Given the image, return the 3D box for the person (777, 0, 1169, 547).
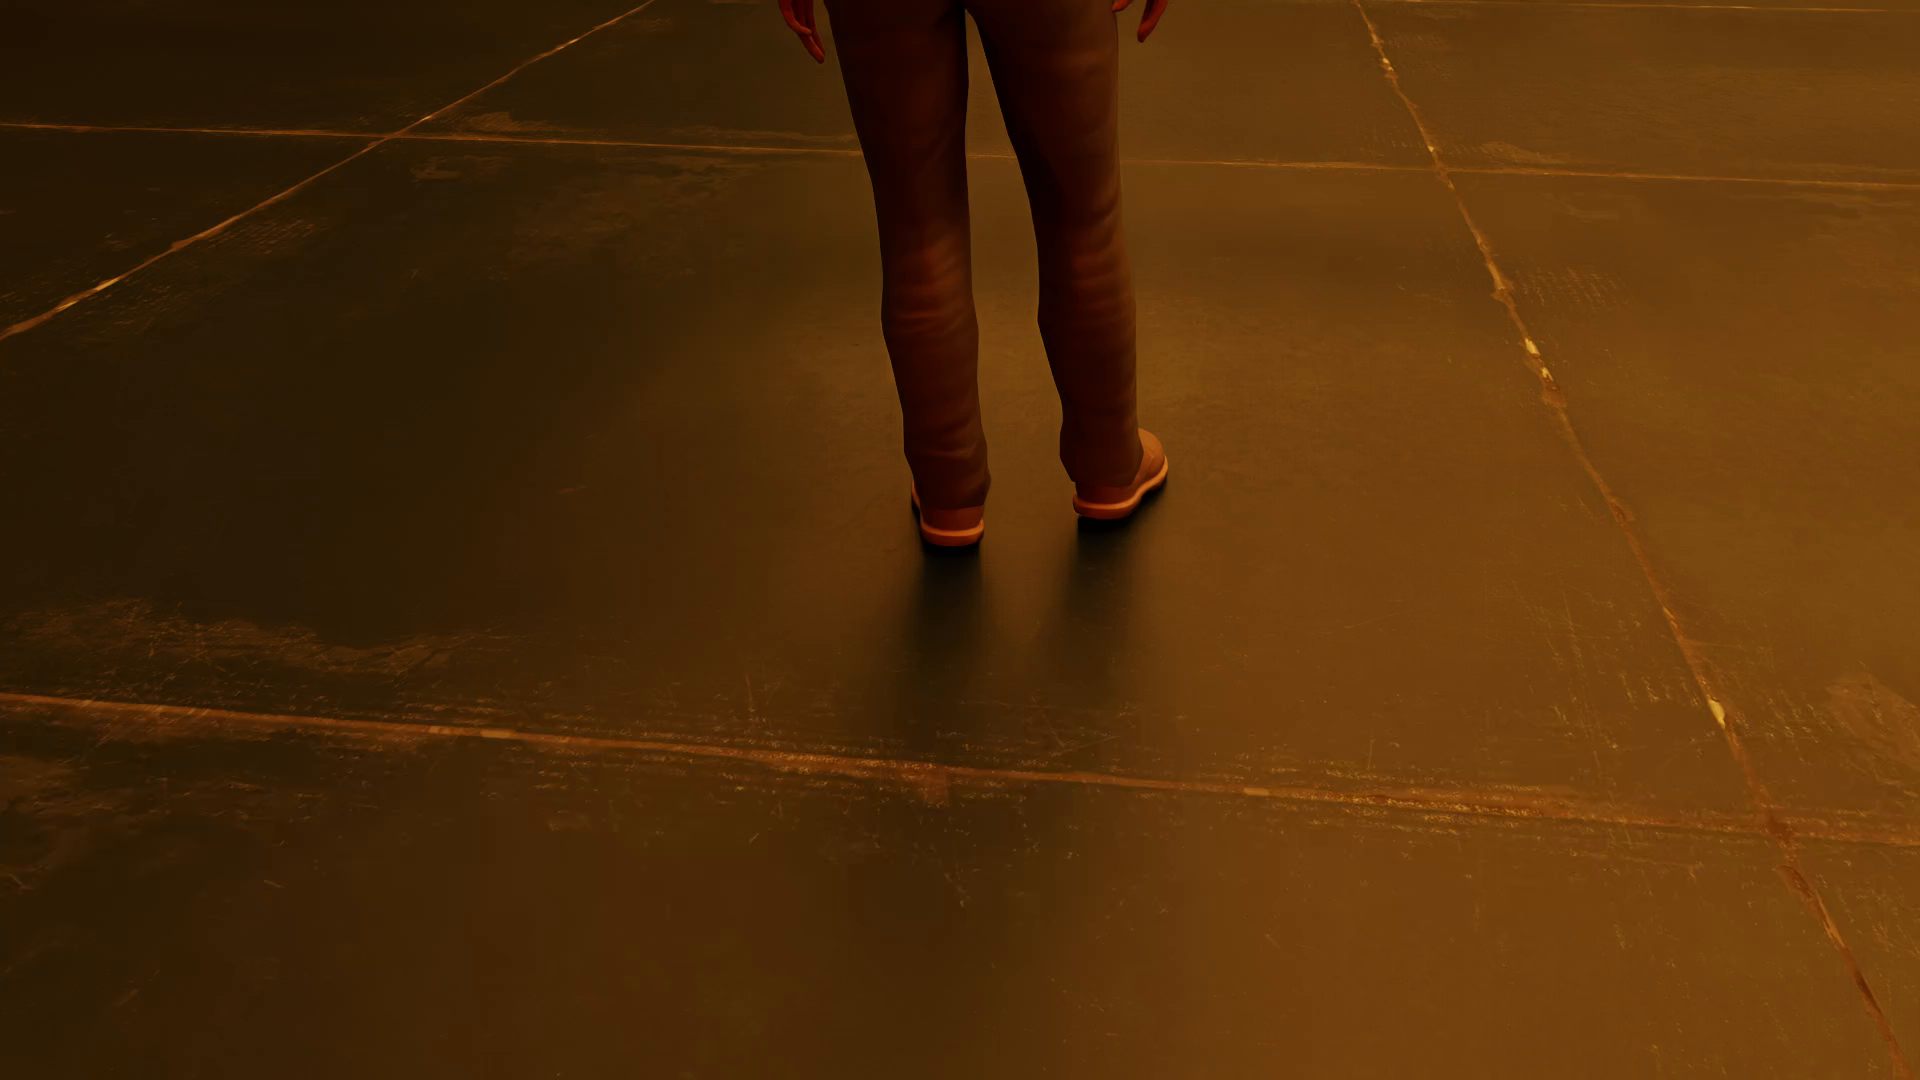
[{"bbox_3d":[0.031,-0.785,2.203,0.569,1.656,0.503,3,27,7],"label":"person"}]
